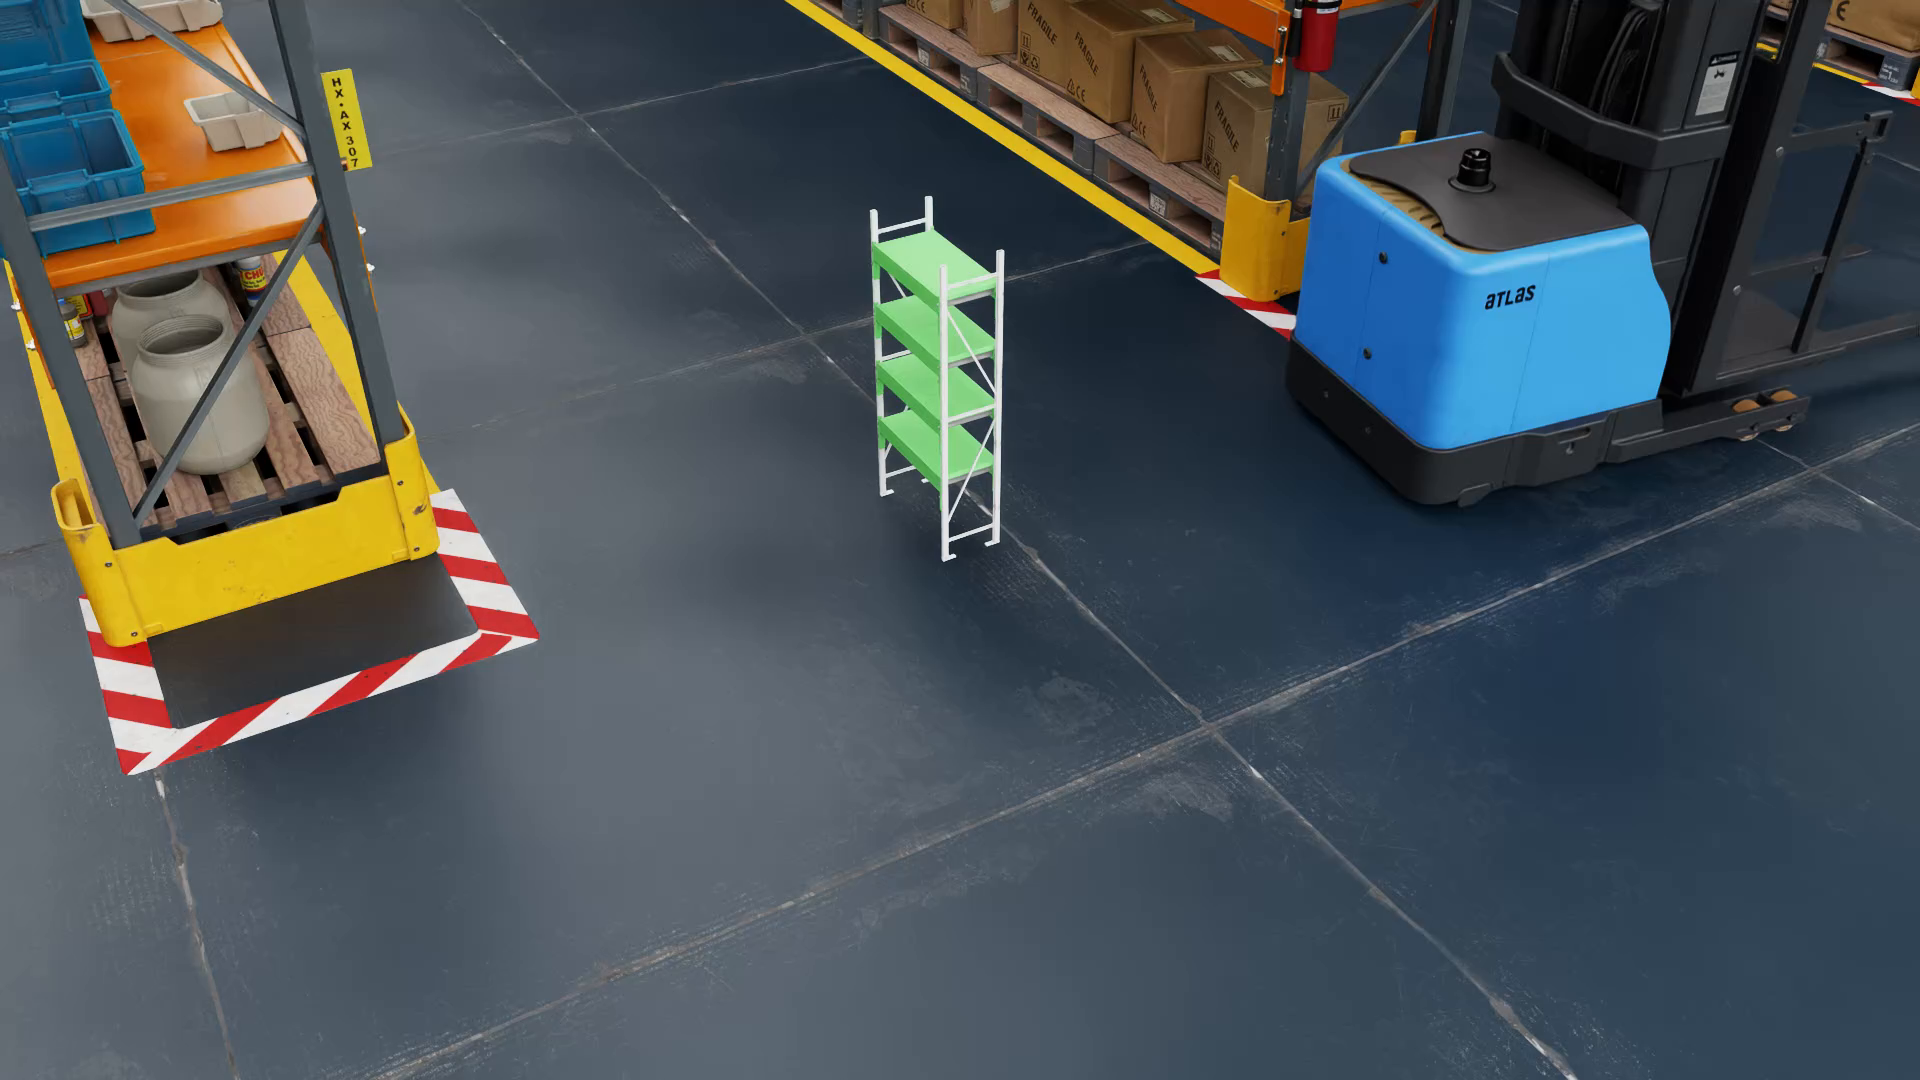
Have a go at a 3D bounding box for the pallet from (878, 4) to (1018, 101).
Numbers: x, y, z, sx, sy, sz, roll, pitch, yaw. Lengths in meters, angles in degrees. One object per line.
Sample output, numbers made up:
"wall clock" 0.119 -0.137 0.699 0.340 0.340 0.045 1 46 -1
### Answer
"pallet" 0.206 -3.112 10.332 1.003 0.211 1.213 -19 40 -24

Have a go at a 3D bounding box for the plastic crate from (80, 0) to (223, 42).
"plastic crate" -3.410 -2.243 7.002 0.530 0.136 0.437 -19 40 -24

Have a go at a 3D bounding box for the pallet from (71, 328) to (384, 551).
"pallet" -2.917 -0.377 6.588 1.003 0.211 1.213 -19 40 -24

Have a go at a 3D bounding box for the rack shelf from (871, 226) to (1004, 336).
"rack shelf" -0.083 -0.905 5.766 0.258 0.148 0.480 -19 40 -24

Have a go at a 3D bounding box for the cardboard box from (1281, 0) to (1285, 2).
"cardboard box" 1.526 -2.513 7.361 0.380 0.149 0.250 -19 40 -24

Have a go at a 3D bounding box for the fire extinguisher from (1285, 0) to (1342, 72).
"fire extinguisher" 1.507 -2.304 6.927 0.296 0.674 0.183 -19 40 -24

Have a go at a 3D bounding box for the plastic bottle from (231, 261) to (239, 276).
"plastic bottle" -3.249 -1.330 7.468 0.097 0.271 0.097 0 36 0

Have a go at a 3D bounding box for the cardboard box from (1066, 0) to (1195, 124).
"cardboard box" 0.920 -2.634 9.076 0.500 0.500 0.500 -15 39 -20

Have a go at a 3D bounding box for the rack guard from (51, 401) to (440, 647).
"rack guard" -2.514 -0.078 5.933 1.175 0.500 0.348 -19 40 -24

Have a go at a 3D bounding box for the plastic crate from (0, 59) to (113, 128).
"plastic crate" -3.267 -1.502 5.889 0.499 0.251 0.408 -19 40 -24

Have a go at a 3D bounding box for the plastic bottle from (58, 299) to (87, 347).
"plastic bottle" -3.737 -0.917 6.962 0.097 0.201 0.097 0 36 0

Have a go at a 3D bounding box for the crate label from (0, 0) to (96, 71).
"crate label" -3.594 -1.935 6.327 0.502 0.435 0.616 -19 40 -24

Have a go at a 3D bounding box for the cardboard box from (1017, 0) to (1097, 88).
"cardboard box" 0.678 -2.931 9.484 0.500 0.500 0.500 -23 42 -28

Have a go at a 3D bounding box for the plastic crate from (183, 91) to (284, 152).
"plastic crate" -2.606 -1.508 5.995 0.298 0.136 0.250 -19 40 -24

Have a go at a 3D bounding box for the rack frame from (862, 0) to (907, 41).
"rack frame" -0.162 -4.570 9.964 1.000 3.000 0.127 -19 40 -24

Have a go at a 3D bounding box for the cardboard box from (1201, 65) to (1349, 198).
"cardboard box" 1.548 -2.014 8.228 0.500 0.500 0.500 -12 38 -16

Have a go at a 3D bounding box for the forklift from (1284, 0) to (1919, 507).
"forklift" 2.938 -1.863 6.316 3.031 2.935 1.130 -14 38 -18

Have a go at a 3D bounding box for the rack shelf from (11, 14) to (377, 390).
"rack shelf" -3.440 -1.792 6.770 1.077 0.370 4.000 -19 40 -24

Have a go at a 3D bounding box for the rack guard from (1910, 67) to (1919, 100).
"rack guard" 6.199 -2.927 9.834 1.175 0.500 0.348 -19 40 -24

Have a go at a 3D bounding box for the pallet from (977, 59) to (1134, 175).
"pallet" 0.823 -2.489 9.479 1.003 0.211 1.213 -19 40 -24

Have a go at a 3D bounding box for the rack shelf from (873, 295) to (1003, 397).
"rack shelf" -0.083 -0.711 5.908 0.258 0.148 0.480 -19 40 -24

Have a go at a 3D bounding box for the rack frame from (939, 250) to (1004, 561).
"rack frame" 0.039 -0.445 5.841 0.240 1.200 0.015 -19 40 -24

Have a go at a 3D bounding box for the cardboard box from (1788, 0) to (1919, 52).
"cardboard box" 5.789 -3.586 10.063 0.875 0.875 0.875 -19 40 -24

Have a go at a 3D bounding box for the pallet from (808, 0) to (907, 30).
"pallet" -0.555 -3.841 11.330 1.003 0.211 1.213 -19 40 -24

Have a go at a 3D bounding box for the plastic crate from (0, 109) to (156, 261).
"plastic crate" -2.945 -1.169 5.434 0.499 0.251 0.616 -19 40 -24

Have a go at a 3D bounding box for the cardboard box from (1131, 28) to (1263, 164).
"cardboard box" 1.218 -2.309 8.631 0.500 0.500 0.500 -9 37 -12

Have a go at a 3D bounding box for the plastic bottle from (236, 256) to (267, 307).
"plastic bottle" -3.076 -1.156 7.229 0.097 0.271 0.097 0 36 0

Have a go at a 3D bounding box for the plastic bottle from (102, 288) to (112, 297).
"plastic bottle" -3.811 -1.171 7.309 0.097 0.201 0.097 0 36 0

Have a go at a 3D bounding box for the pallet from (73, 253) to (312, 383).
"pallet" -3.526 -0.999 7.439 1.003 0.211 1.213 -19 40 -24

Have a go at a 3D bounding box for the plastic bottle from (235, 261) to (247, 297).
"plastic bottle" -3.129 -1.180 7.322 0.097 0.201 0.097 0 36 0

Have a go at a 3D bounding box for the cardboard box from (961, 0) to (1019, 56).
"cardboard box" 0.299 -3.225 9.885 0.500 0.500 0.500 -7 37 -9

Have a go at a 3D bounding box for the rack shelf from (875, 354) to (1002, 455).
"rack shelf" -0.083 -0.517 6.049 0.258 0.148 0.480 -19 40 -24

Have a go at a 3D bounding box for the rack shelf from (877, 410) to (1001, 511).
"rack shelf" -0.083 -0.324 6.191 0.258 0.148 0.480 -19 40 -24

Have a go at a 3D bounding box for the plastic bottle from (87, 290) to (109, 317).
"plastic bottle" -3.748 -1.119 7.168 0.061 0.283 0.133 -19 40 -24

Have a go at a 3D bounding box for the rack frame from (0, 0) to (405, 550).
"rack frame" -2.435 -1.063 5.162 1.000 3.000 0.127 -19 40 -24

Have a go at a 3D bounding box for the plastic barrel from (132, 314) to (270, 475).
"plastic barrel" -2.832 -0.541 6.200 0.421 0.512 0.421 0 36 0

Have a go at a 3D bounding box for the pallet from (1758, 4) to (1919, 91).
"pallet" 5.717 -3.207 10.462 1.003 0.211 1.213 -19 40 -24

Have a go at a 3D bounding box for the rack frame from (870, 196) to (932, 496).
"rack frame" -0.206 -0.693 6.182 0.240 1.200 0.015 -19 40 -24

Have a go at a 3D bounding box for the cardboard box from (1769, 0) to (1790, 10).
"cardboard box" 5.345 -4.034 10.676 0.875 0.875 0.875 -20 40 -25

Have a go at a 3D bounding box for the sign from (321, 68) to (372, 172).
"sign" -1.957 -1.335 5.300 0.100 0.325 0.005 -19 40 -24

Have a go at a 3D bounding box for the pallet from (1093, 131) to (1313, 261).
"pallet" 1.432 -1.868 8.628 1.003 0.211 1.213 -19 40 -24

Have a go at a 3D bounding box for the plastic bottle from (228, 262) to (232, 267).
"plastic bottle" -3.299 -1.381 7.538 0.097 0.271 0.097 0 36 0

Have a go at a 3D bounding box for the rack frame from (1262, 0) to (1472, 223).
"rack frame" 1.847 -2.530 7.171 1.000 3.000 0.127 -19 40 -24

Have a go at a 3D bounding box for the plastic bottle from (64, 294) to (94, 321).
"plastic bottle" -3.840 -1.084 7.127 0.152 0.276 0.135 -19 40 -24

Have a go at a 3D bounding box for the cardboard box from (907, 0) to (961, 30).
"cardboard box" 0.004 -3.515 10.282 0.500 0.500 0.500 -20 41 -25

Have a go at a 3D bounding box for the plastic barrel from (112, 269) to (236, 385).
"plastic barrel" -3.084 -0.796 6.550 0.421 0.512 0.421 0 36 0

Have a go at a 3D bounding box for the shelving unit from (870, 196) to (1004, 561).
"shelving unit" -0.083 -0.569 6.012 0.258 1.200 0.503 -19 40 -24

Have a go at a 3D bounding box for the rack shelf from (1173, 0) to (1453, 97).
"rack shelf" 0.843 -3.260 8.780 1.077 0.370 4.000 -19 40 -24

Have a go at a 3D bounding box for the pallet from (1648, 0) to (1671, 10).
"pallet" 5.109 -3.829 11.313 1.003 0.211 1.213 -19 40 -24

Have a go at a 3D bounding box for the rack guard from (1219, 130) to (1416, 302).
"rack guard" 1.809 -1.560 7.962 1.175 0.500 0.348 -19 40 -24

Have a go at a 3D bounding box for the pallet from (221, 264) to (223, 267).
"pallet" -4.143 -1.622 8.291 1.003 0.211 1.213 -19 40 -24
